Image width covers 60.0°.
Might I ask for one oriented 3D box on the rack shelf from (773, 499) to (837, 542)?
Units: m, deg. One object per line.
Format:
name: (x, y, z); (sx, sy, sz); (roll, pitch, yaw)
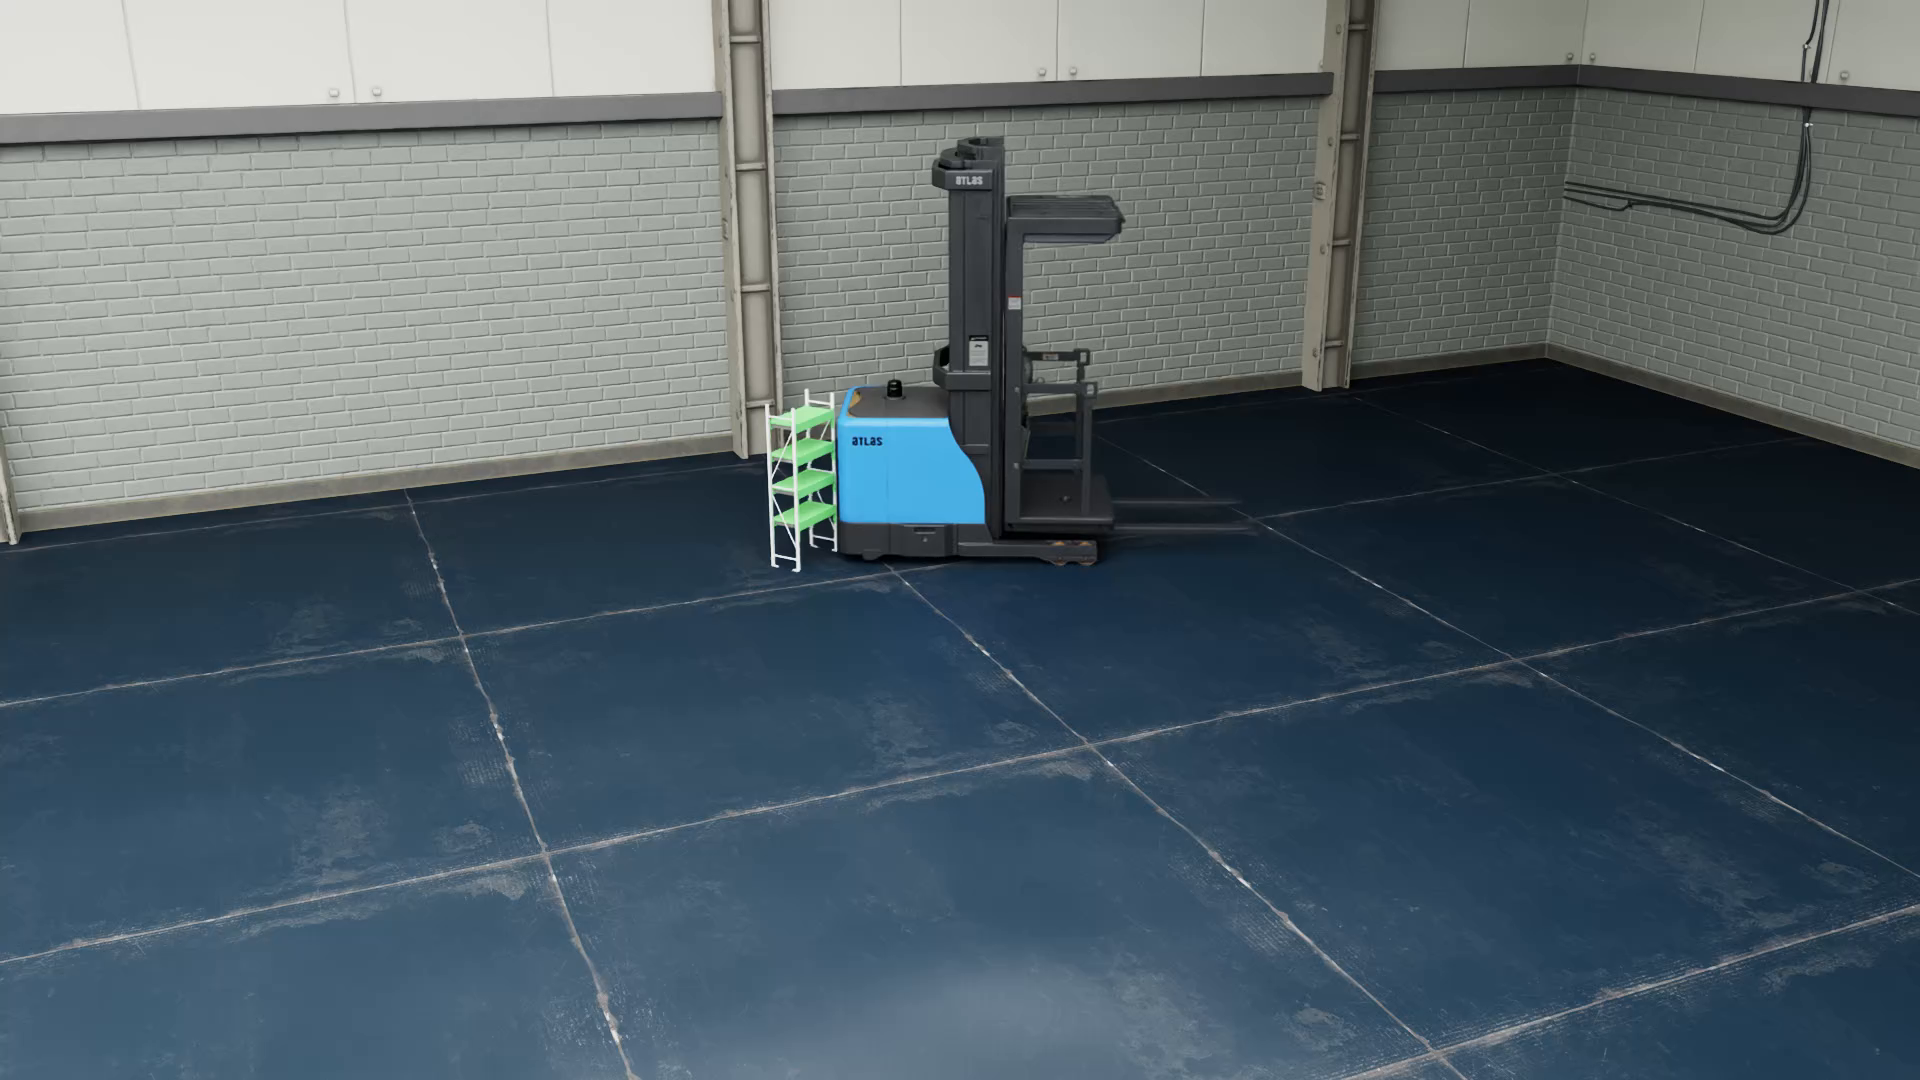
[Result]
rack shelf: (-1.130, -0.147, 12.047); (0.258, 0.148, 0.480); (11, 22, 27)

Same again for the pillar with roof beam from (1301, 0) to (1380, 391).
pillar with roof beam: (5.431, -4.504, 11.764); (0.400, 9.000, 9.100); (-8, 21, -22)

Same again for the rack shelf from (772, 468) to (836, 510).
rack shelf: (-1.130, -0.373, 11.967); (0.258, 0.148, 0.480); (11, 22, 27)

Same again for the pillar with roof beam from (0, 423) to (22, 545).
pillar with roof beam: (-5.588, -2.925, 7.280); (0.400, 9.000, 9.100); (-8, 21, -22)

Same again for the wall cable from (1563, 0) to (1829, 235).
wall cable: (6.955, -4.336, 15.964); (0.112, 2.526, 3.097); (-8, 21, -22)

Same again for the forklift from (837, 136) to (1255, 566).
forklift: (0.639, -1.375, 12.014); (3.031, 2.935, 1.130); (0, 19, 1)

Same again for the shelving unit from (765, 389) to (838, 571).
shelving unit: (-1.130, -0.433, 11.946); (0.258, 1.200, 0.503); (11, 22, 27)

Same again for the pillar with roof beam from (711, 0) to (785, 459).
pillar with roof beam: (-0.078, -3.715, 9.522); (0.400, 9.000, 9.100); (-8, 21, -22)

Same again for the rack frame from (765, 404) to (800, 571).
rack frame: (-1.249, -0.363, 11.745); (0.240, 1.200, 0.015); (11, 22, 27)

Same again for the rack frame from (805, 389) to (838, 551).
rack frame: (-1.011, -0.504, 12.147); (0.240, 1.200, 0.015); (11, 22, 27)

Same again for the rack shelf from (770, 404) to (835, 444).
rack shelf: (-1.130, -0.826, 11.808); (0.258, 0.148, 0.480); (11, 22, 27)

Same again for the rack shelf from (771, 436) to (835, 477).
rack shelf: (-1.130, -0.599, 11.887); (0.258, 0.148, 0.480); (11, 22, 27)
